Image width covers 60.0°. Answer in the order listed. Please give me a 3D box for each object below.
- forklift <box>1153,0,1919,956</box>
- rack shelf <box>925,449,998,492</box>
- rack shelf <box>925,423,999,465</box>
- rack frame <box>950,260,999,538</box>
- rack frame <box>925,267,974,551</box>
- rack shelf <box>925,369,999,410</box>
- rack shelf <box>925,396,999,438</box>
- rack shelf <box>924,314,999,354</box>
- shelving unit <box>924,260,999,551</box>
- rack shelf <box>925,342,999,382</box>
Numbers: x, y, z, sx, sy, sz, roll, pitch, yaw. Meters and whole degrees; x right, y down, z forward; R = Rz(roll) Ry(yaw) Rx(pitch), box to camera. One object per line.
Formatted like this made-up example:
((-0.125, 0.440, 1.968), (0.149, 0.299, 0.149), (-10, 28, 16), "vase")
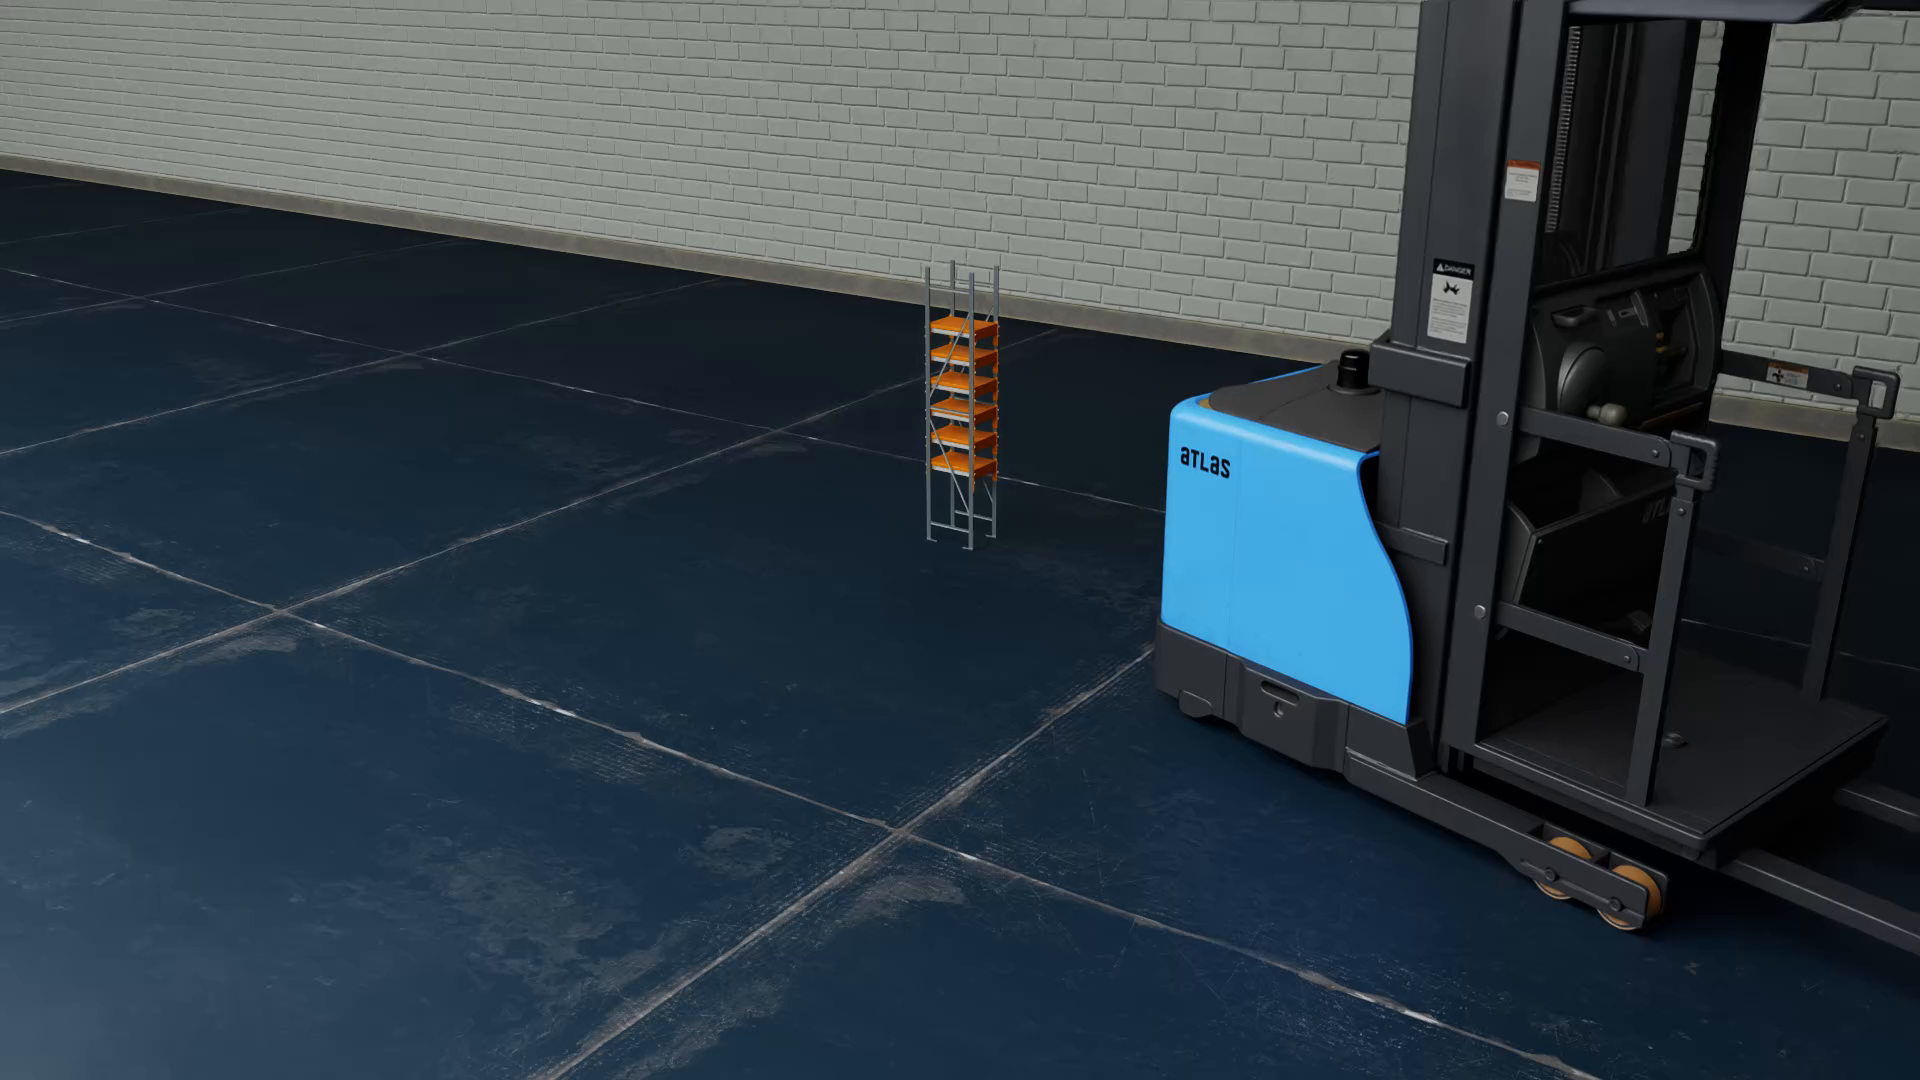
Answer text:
((1.992, -0.529, 4.471), (1.130, 2.935, 3.031), (-16, 26, -37), "forklift")
((0.008, -0.300, 7.167), (0.258, 0.103, 0.180), (13, 24, 32), "rack shelf")
((0.008, -0.413, 7.125), (0.258, 0.103, 0.180), (13, 24, 32), "rack shelf")
((0.060, -0.593, 7.139), (0.240, 1.200, 0.006), (13, 24, 32), "rack frame")
((-0.043, -0.541, 6.997), (0.240, 1.200, 0.006), (13, 24, 32), "rack frame")
((0.008, -0.638, 7.042), (0.258, 0.103, 0.180), (13, 24, 32), "rack shelf")
((0.008, -0.525, 7.083), (0.258, 0.103, 0.180), (13, 24, 32), "rack shelf")
((0.008, -0.863, 6.959), (0.258, 0.103, 0.180), (13, 24, 32), "rack shelf")
((0.008, -0.567, 7.068), (0.258, 1.200, 0.189), (13, 24, 32), "shelving unit")
((0.008, -0.750, 7.000), (0.258, 0.103, 0.180), (13, 24, 32), "rack shelf")
